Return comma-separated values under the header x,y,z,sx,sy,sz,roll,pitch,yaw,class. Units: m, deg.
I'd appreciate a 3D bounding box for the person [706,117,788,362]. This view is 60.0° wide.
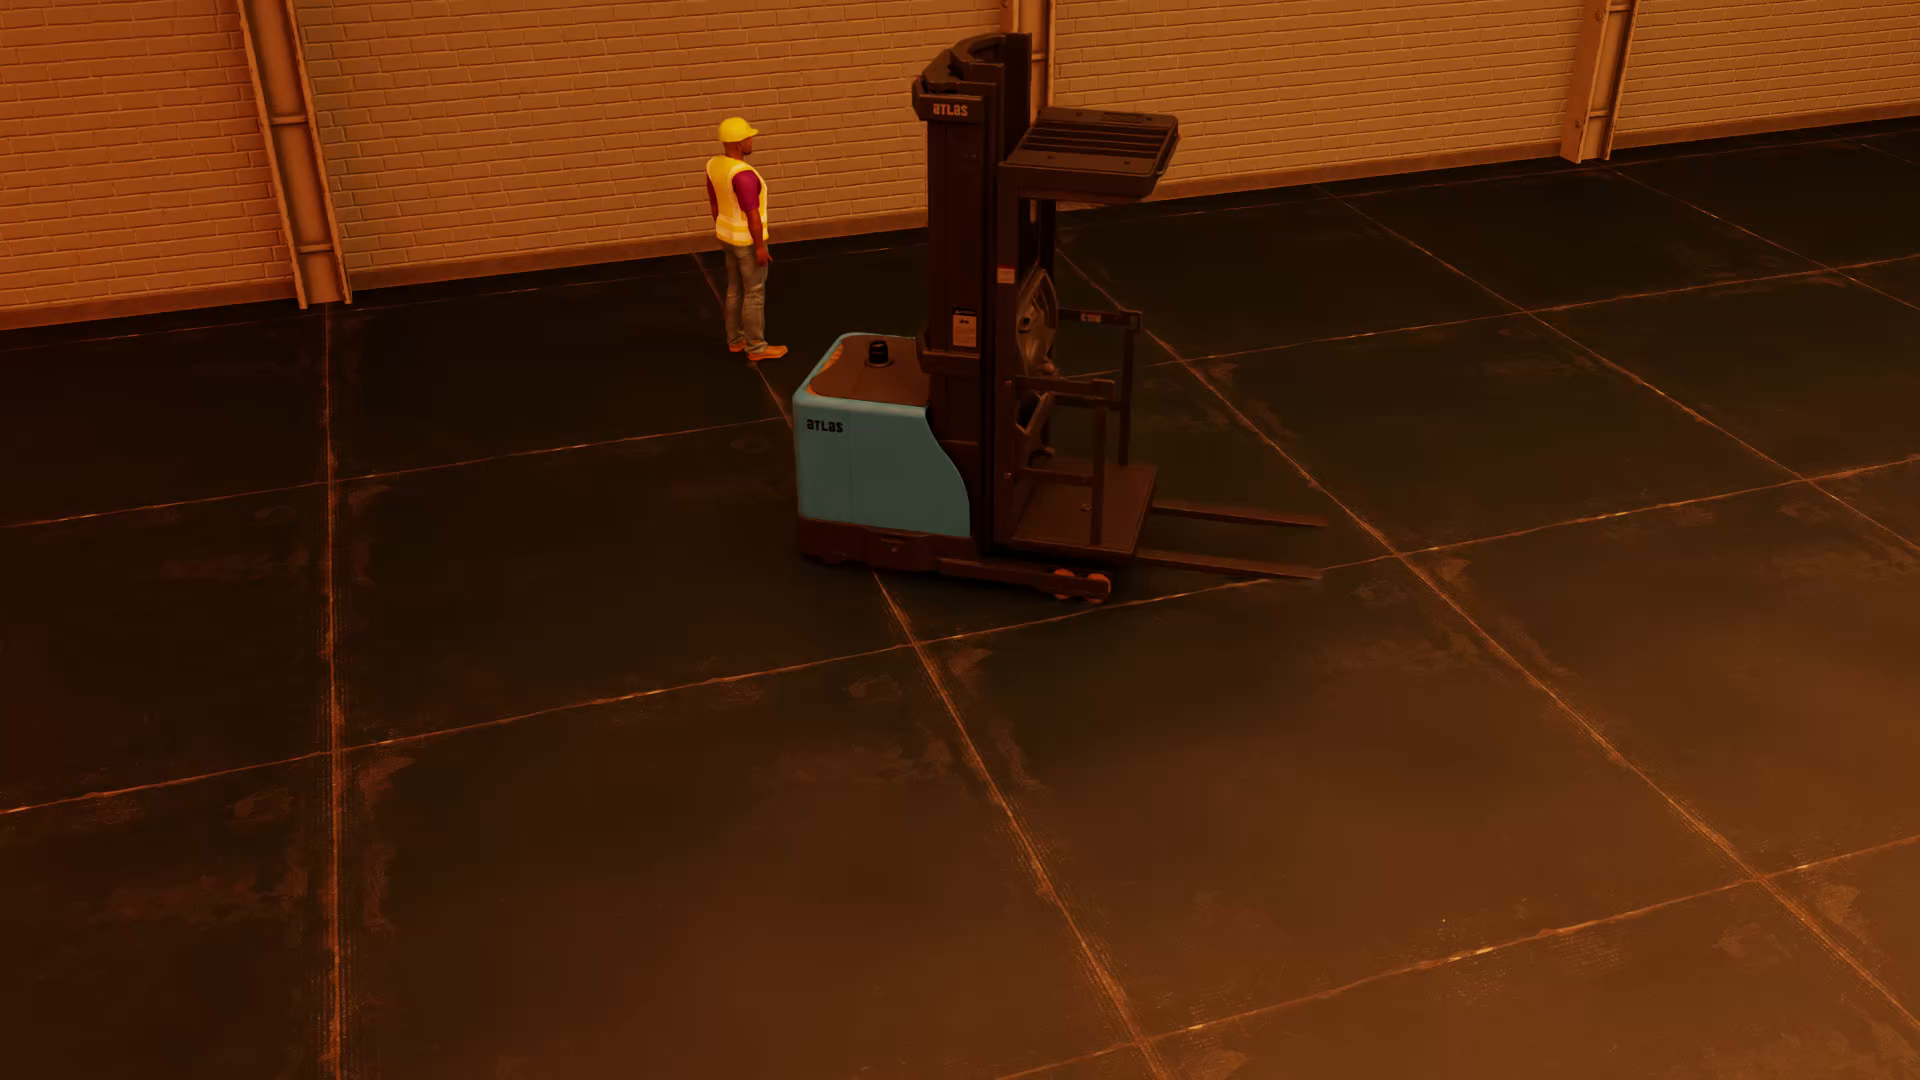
x,y,z,sx,sy,sz,roll,pitch,yaw,class
-1.557,-2.184,12.050,0.371,1.771,0.576,-22,36,-33,person

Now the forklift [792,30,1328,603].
x,y,z,sx,sy,sz,roll,pitch,yaw,class
0.614,-1.206,9.183,3.031,2.935,1.130,7,31,12,forklift
